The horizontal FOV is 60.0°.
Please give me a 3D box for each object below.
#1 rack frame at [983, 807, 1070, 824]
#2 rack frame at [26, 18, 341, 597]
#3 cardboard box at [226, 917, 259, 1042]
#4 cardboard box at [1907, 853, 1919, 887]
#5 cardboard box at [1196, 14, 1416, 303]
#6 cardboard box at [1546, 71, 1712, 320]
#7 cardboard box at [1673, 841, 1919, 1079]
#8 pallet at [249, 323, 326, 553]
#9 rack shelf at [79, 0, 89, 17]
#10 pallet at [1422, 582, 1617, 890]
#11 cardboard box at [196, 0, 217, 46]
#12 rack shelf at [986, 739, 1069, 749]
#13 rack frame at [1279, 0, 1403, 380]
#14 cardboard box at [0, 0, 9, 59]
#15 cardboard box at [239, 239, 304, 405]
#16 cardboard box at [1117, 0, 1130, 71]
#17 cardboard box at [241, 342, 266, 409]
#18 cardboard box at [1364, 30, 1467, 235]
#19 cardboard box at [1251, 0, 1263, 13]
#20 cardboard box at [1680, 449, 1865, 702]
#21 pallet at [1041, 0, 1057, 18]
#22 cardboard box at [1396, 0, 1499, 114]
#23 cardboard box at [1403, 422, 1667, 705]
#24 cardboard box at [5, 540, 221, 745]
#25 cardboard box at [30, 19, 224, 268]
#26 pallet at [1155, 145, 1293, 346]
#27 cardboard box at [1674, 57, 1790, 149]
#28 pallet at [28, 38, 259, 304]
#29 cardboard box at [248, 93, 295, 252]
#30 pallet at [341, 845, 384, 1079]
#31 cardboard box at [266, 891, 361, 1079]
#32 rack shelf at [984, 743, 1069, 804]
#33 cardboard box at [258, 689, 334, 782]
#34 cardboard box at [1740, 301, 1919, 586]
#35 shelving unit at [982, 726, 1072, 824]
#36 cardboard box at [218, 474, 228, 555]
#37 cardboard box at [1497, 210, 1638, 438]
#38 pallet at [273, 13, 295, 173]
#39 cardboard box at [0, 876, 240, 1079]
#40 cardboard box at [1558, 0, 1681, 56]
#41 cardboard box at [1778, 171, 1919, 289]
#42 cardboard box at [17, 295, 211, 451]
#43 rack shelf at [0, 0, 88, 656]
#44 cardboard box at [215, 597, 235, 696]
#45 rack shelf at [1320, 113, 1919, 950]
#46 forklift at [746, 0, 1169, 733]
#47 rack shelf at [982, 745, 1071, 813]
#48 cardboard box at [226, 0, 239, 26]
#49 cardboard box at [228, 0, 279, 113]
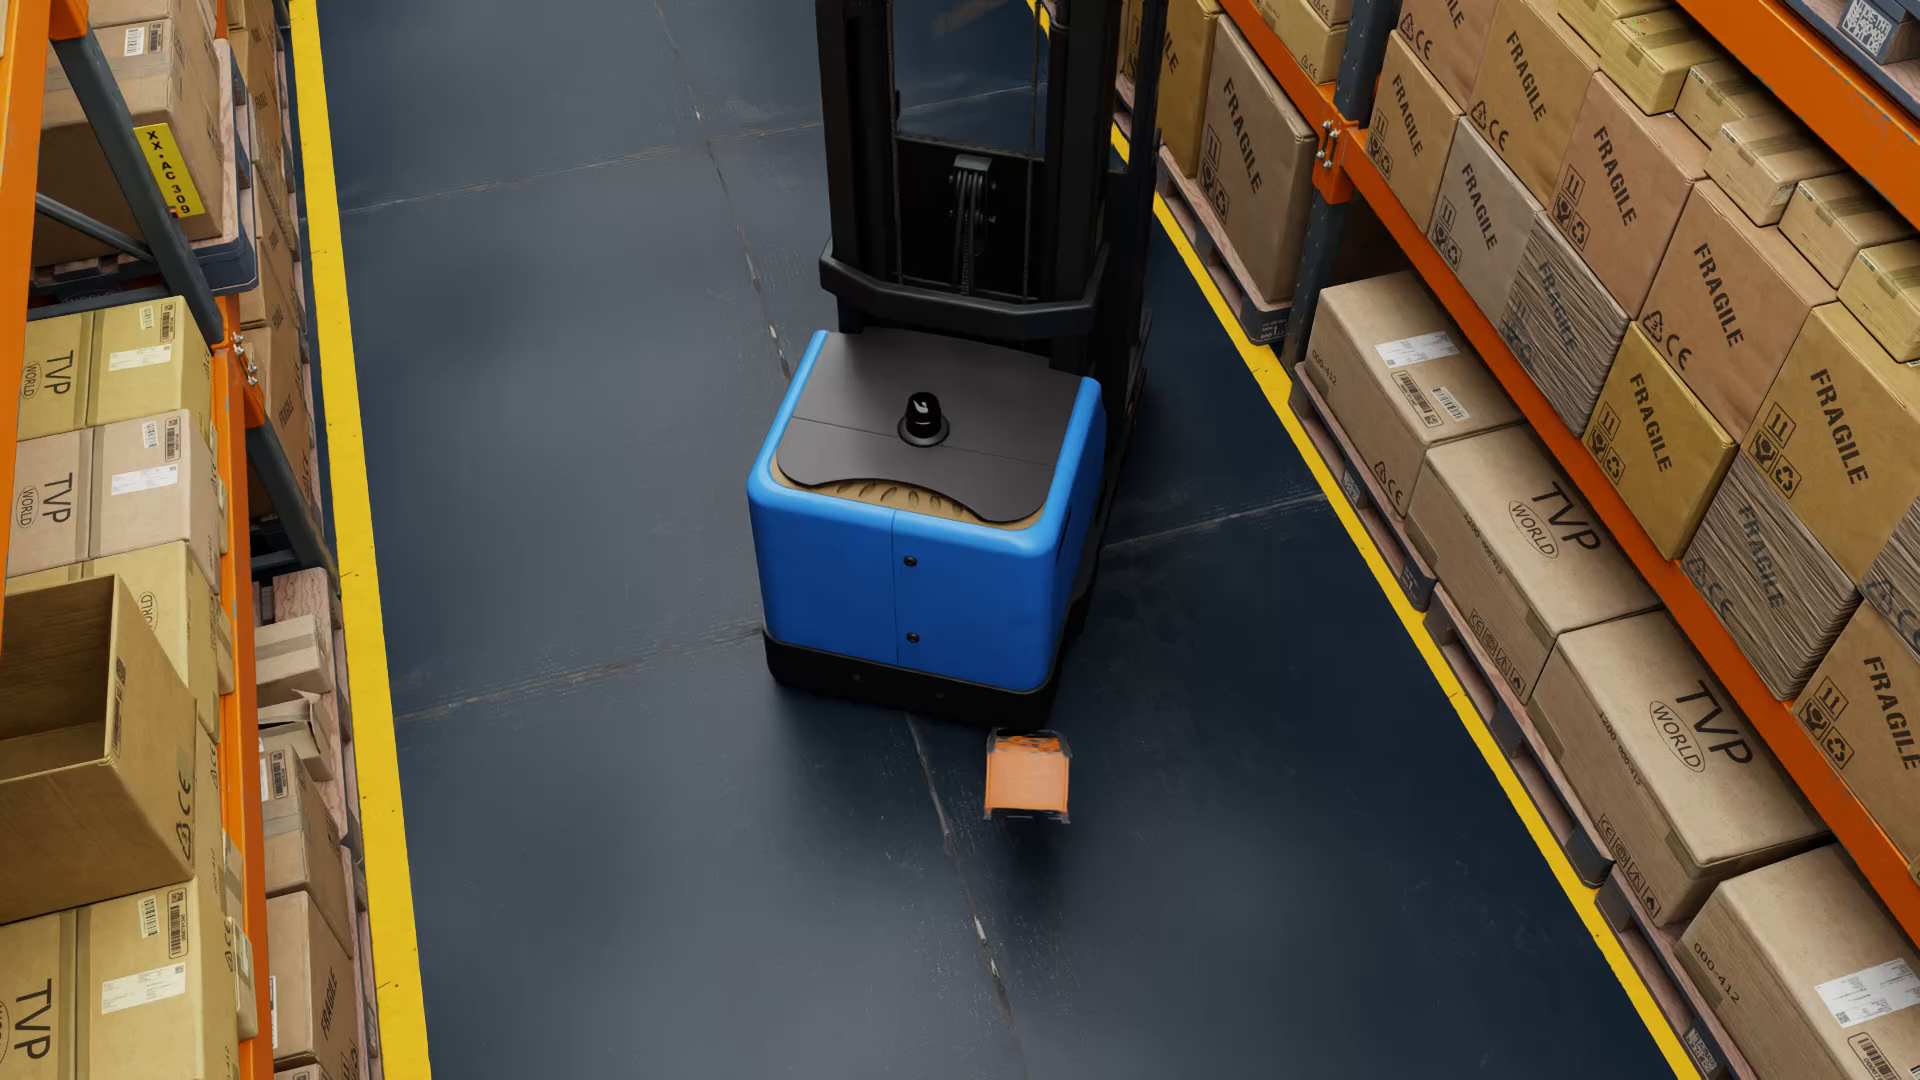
[{"bbox_3d":[0.205,0.812,5.223,0.240,1.200,0.006,2,87,2],"label":"rack frame"},{"bbox_3d":[-2.862,-0.684,5.155,1.000,3.000,0.127,-13,51,-11],"label":"rack frame"},{"bbox_3d":[-1.848,1.064,3.845,0.380,0.149,0.250,-15,51,-12],"label":"cardboard box"},{"bbox_3d":[2.666,0.787,3.849,0.500,0.500,0.500,-13,51,-11],"label":"cardboard box"},{"bbox_3d":[1.618,-1.695,7.121,0.875,0.875,0.875,-12,51,-10],"label":"cardboard box"},{"bbox_3d":[2.072,-1.014,4.713,0.500,0.500,0.500,-12,51,-10],"label":"cardboard box"},{"bbox_3d":[2.770,1.343,4.847,0.875,0.438,0.875,-15,51,-12],"label":"cardboard box"},{"bbox_3d":[-3.139,-0.371,6.715,1.003,0.211,1.213,-13,51,-11],"label":"pallet"},{"bbox_3d":[-3.454,-2.880,5.514,1.077,0.370,4.000,-13,51,-11],"label":"rack shelf"},{"bbox_3d":[2.393,0.555,5.934,1.003,0.211,1.213,-13,51,-11],"label":"pallet"},{"bbox_3d":[-2.907,-1.878,5.974,0.396,0.266,0.258,-11,51,-9],"label":"cardboard box"},{"bbox_3d":[0.206,0.717,5.152,0.258,0.103,0.180,2,87,2],"label":"rack shelf"},{"bbox_3d":[1.878,-1.809,6.103,1.000,3.000,0.127,-13,51,-11],"label":"rack frame"},{"bbox_3d":[-2.404,-1.195,3.787,0.380,0.149,0.250,-13,51,-11],"label":"cardboard box"},{"bbox_3d":[-2.957,-0.805,6.617,0.500,0.500,0.500,-14,51,-11],"label":"cardboard box"},{"bbox_3d":[1.080,-3.006,8.227,0.875,0.875,0.875,-13,51,-11],"label":"cardboard box"},{"bbox_3d":[-2.714,-0.545,5.973,0.380,0.149,0.250,-11,51,-9],"label":"cardboard box"},{"bbox_3d":[1.767,-1.440,5.726,0.500,0.500,0.500,-12,51,-10],"label":"cardboard box"},{"bbox_3d":[1.355,-2.404,6.702,0.500,0.250,0.500,-14,51,-11],"label":"cardboard box"},{"bbox_3d":[2.370,0.044,4.475,0.500,0.500,0.500,-12,51,-10],"label":"cardboard box"},{"bbox_3d":[0.856,-3.239,9.132,1.003,0.211,1.213,-13,51,-11],"label":"pallet"},{"bbox_3d":[1.788,-1.761,5.343,0.500,0.500,0.500,-13,51,-11],"label":"cardboard box"},{"bbox_3d":[2.227,0.018,5.964,0.875,0.438,0.875,-15,51,-12],"label":"cardboard box"},{"bbox_3d":[-2.182,0.315,4.216,0.500,0.250,0.500,-14,51,-11],"label":"cardboard box"},{"bbox_3d":[-2.792,-1.256,5.296,0.700,0.500,0.500,-12,51,-10],"label":"cardboard box"},{"bbox_3d":[1.578,-1.457,7.630,1.003,0.211,1.213,-13,51,-11],"label":"pallet"},{"bbox_3d":[2.149,-1.162,4.414,0.380,0.149,0.250,-13,51,-11],"label":"cardboard box"},{"bbox_3d":[-2.994,-1.231,5.741,1.003,0.211,1.213,-13,51,-11],"label":"pallet"},{"bbox_3d":[-3.248,-1.551,7.245,0.500,0.500,0.500,-15,51,-12],"label":"cardboard box"},{"bbox_3d":[-2.296,1.609,5.045,1.003,0.211,1.213,-13,51,-11],"label":"pallet"},{"bbox_3d":[-2.046,1.397,4.760,0.500,0.500,0.500,-12,51,-10],"label":"cardboard box"},{"bbox_3d":[0.202,0.710,5.032,0.258,0.103,0.180,2,87,2],"label":"rack shelf"},{"bbox_3d":[-2.311,0.663,5.533,0.396,0.266,0.258,-12,51,-10],"label":"cardboard box"},{"bbox_3d":[2.365,-0.278,4.093,0.500,0.500,0.500,-14,51,-11],"label":"cardboard box"},{"bbox_3d":[0.209,0.721,5.227,0.258,1.200,0.189,2,87,2],"label":"shelving unit"},{"bbox_3d":[-2.329,-0.058,4.791,0.380,0.149,0.250,-12,51,-10],"label":"cardboard box"},{"bbox_3d":[2.053,-0.706,5.108,0.500,0.500,0.500,-13,51,-11],"label":"cardboard box"},{"bbox_3d":[-3.861,-2.153,8.217,1.003,0.211,1.213,-13,51,-11],"label":"pallet"},{"bbox_3d":[-1.859,1.060,3.588,0.500,0.250,0.500,-14,51,-12],"label":"cardboard box"},{"bbox_3d":[1.946,-1.528,4.722,0.380,0.149,0.250,-14,51,-11],"label":"cardboard box"},{"bbox_3d":[2.274,-0.784,4.095,0.380,0.149,0.250,-12,51,-10],"label":"cardboard box"},{"bbox_3d":[-2.479,-0.415,4.831,0.500,0.250,0.500,-12,51,-10],"label":"cardboard box"},{"bbox_3d":[-2.271,0.041,3.051,1.077,0.370,4.000,-13,51,-11],"label":"rack shelf"},{"bbox_3d":[-2.175,0.320,4.472,0.380,0.149,0.250,-14,51,-12],"label":"cardboard box"},{"bbox_3d":[2.470,-0.117,5.147,1.077,0.370,4.000,-13,51,-11],"label":"rack shelf"},{"bbox_3d":[0.160,-1.420,5.820,1.130,2.935,3.031,11,51,9],"label":"forklift"},{"bbox_3d":[0.198,0.704,4.913,0.258,0.103,0.180,2,87,2],"label":"rack shelf"},{"bbox_3d":[-3.511,-2.446,7.576,0.380,0.149,0.250,-15,51,-12],"label":"cardboard box"},{"bbox_3d":[-3.577,-2.307,7.883,0.500,0.500,0.500,-14,51,-12],"label":"cardboard box"}]
